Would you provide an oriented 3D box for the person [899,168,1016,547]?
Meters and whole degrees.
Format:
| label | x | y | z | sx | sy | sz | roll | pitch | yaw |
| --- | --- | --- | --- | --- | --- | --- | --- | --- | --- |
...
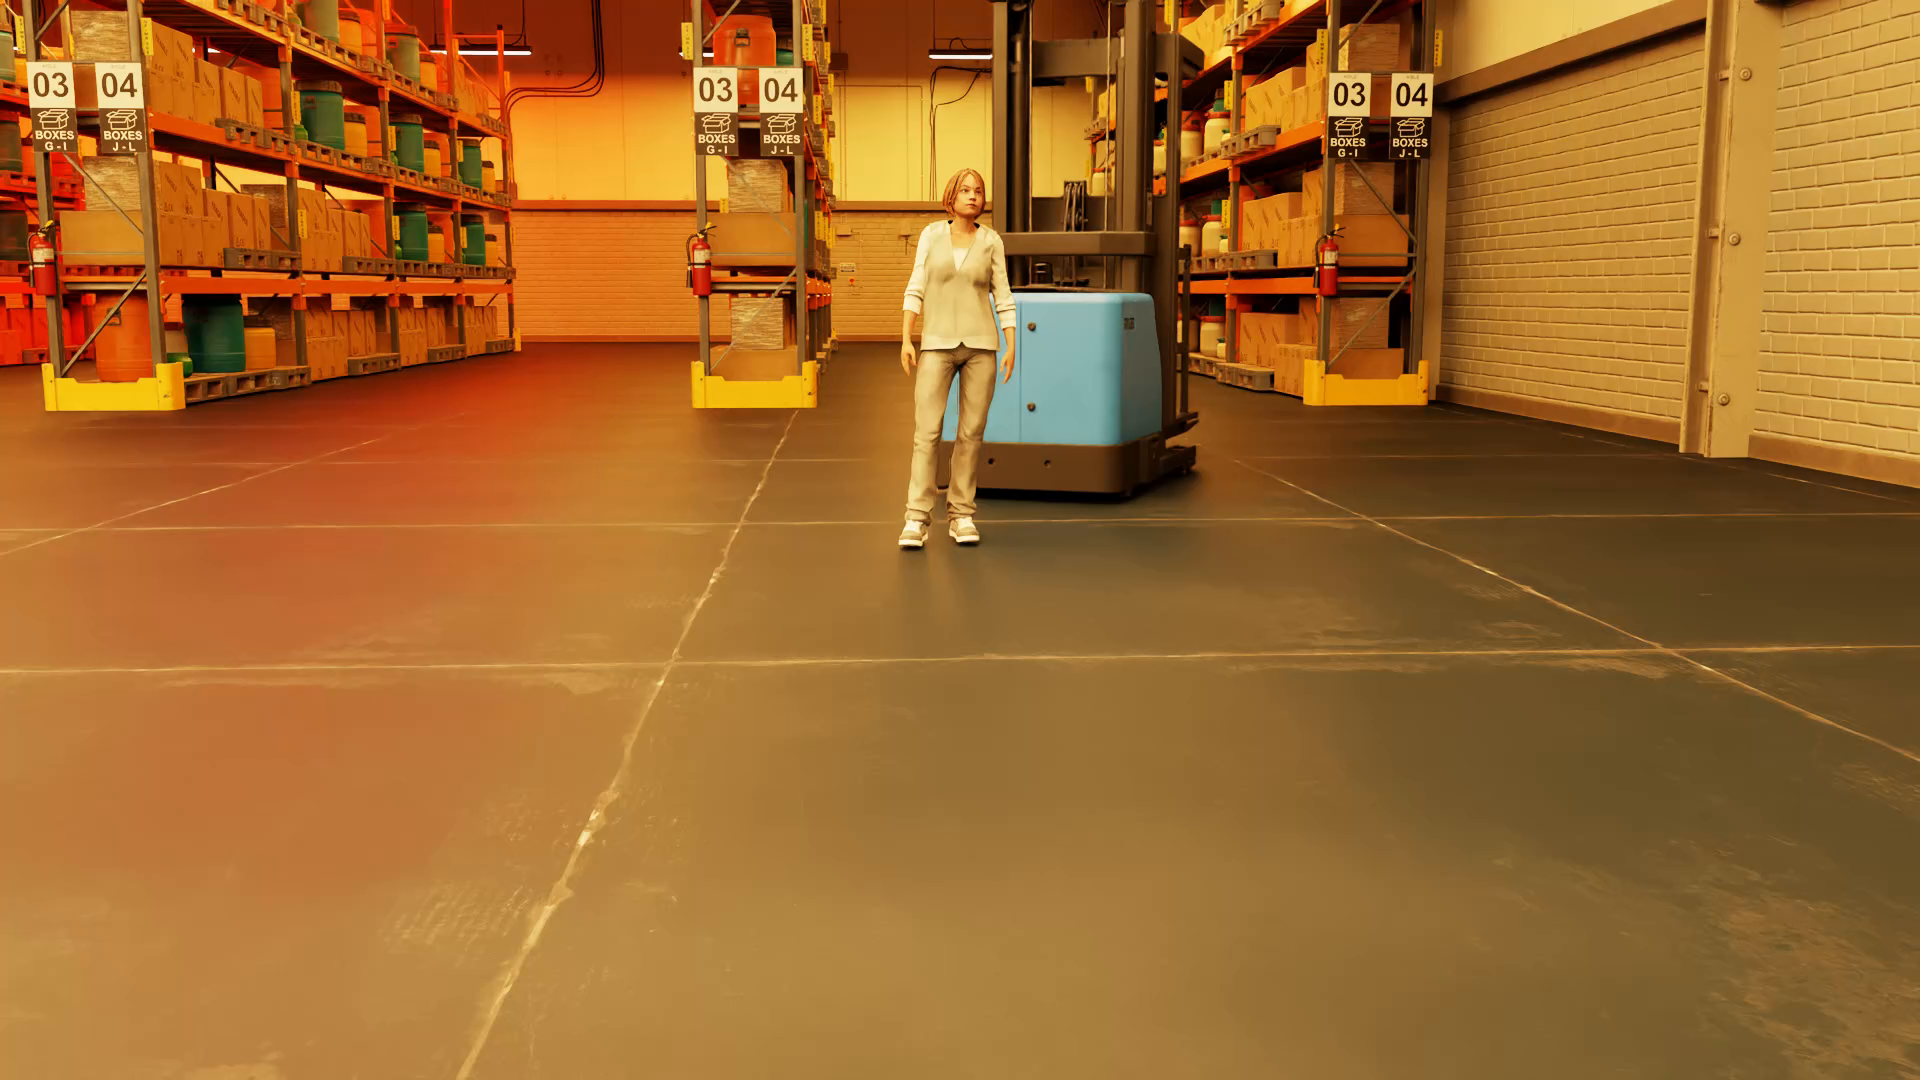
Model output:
| label | x | y | z | sx | sy | sz | roll | pitch | yaw |
| --- | --- | --- | --- | --- | --- | --- | --- | --- | --- |
| person | -0.010 | -0.786 | 7.118 | 0.520 | 1.597 | 0.475 | -1 | 8 | -4 |

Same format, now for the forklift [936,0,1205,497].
| label | x | y | z | sx | sy | sz | roll | pitch | yaw |
| --- | --- | --- | --- | --- | --- | --- | --- | --- | --- |
| forklift | 0.799 | -1.849 | 9.784 | 1.130 | 2.935 | 3.031 | 3 | 9 | 19 |
